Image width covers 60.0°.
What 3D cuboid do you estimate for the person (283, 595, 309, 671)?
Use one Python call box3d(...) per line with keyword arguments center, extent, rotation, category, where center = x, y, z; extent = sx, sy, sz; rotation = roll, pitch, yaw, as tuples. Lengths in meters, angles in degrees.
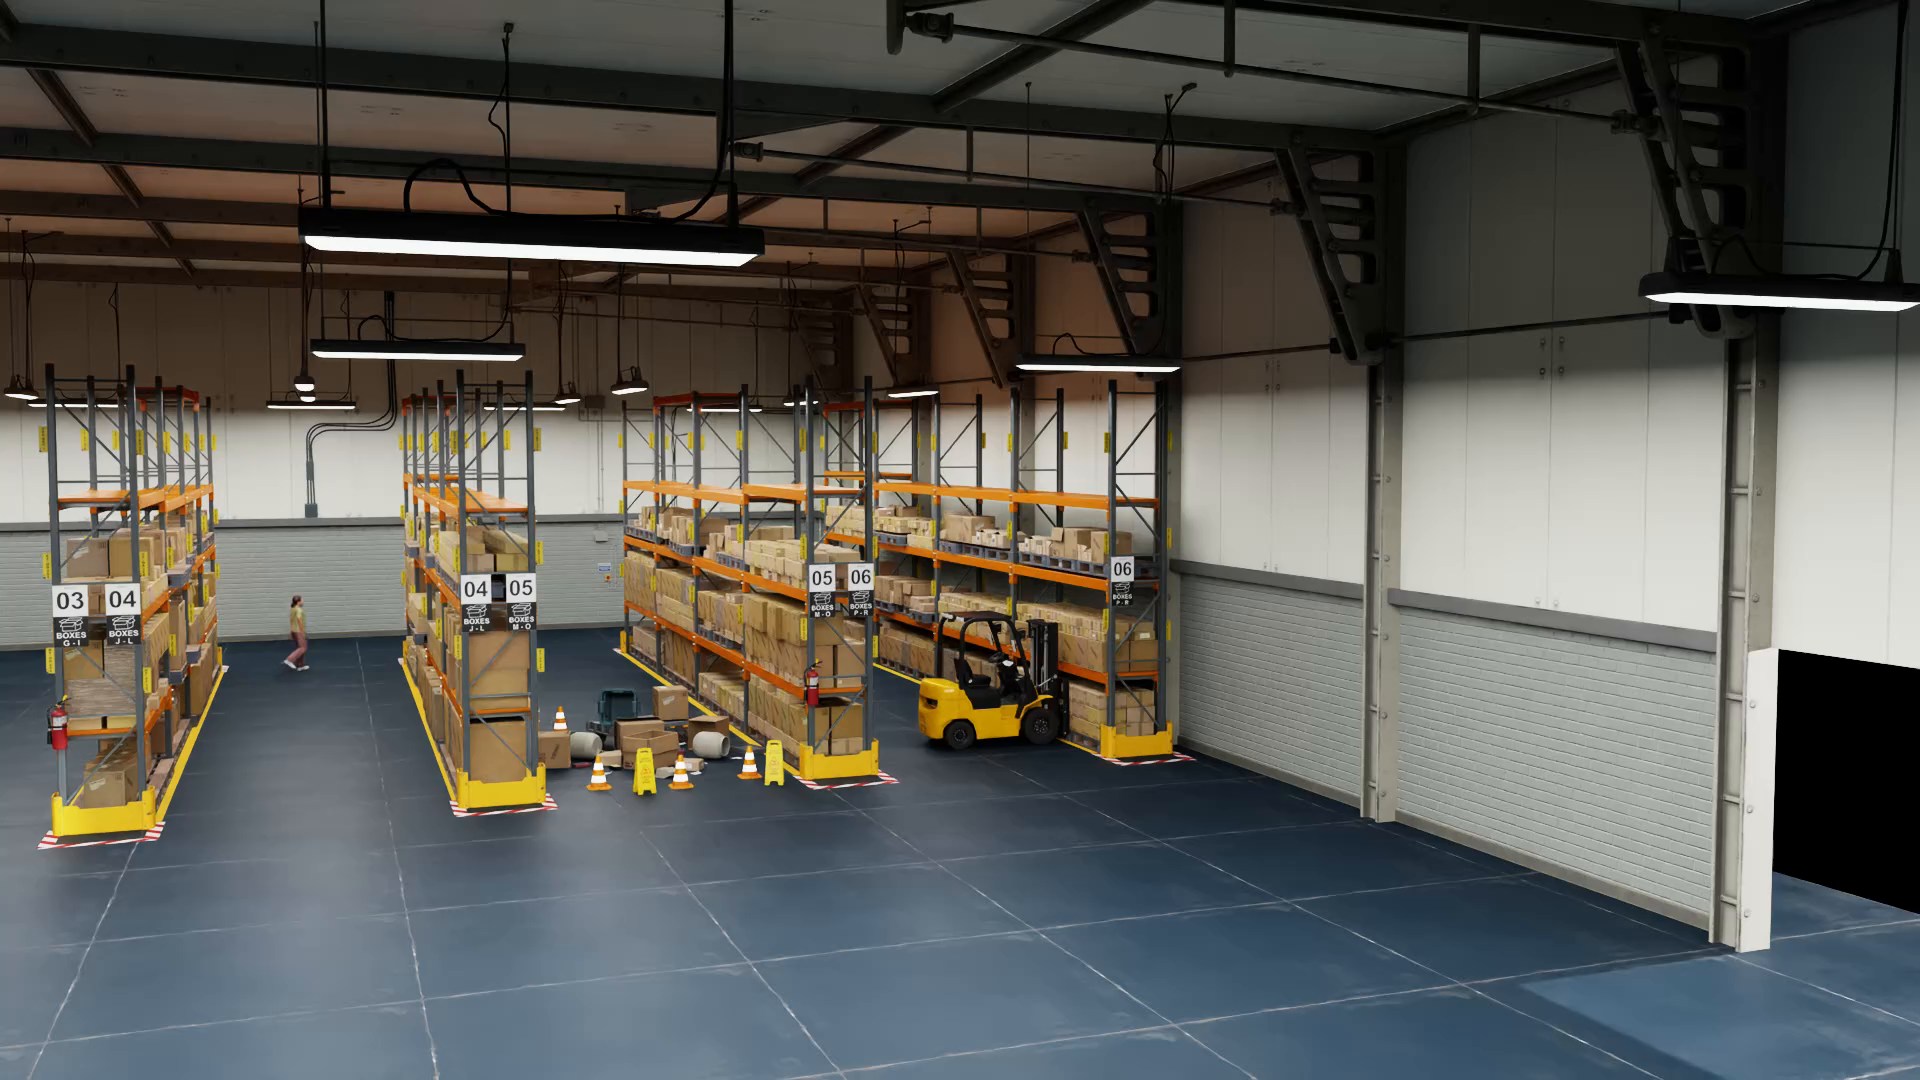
box3d(center=(-14.487, 2.040, 36.269), extent=(0.522, 1.659, 0.769), rotation=(2, 4, 29), category="person")
